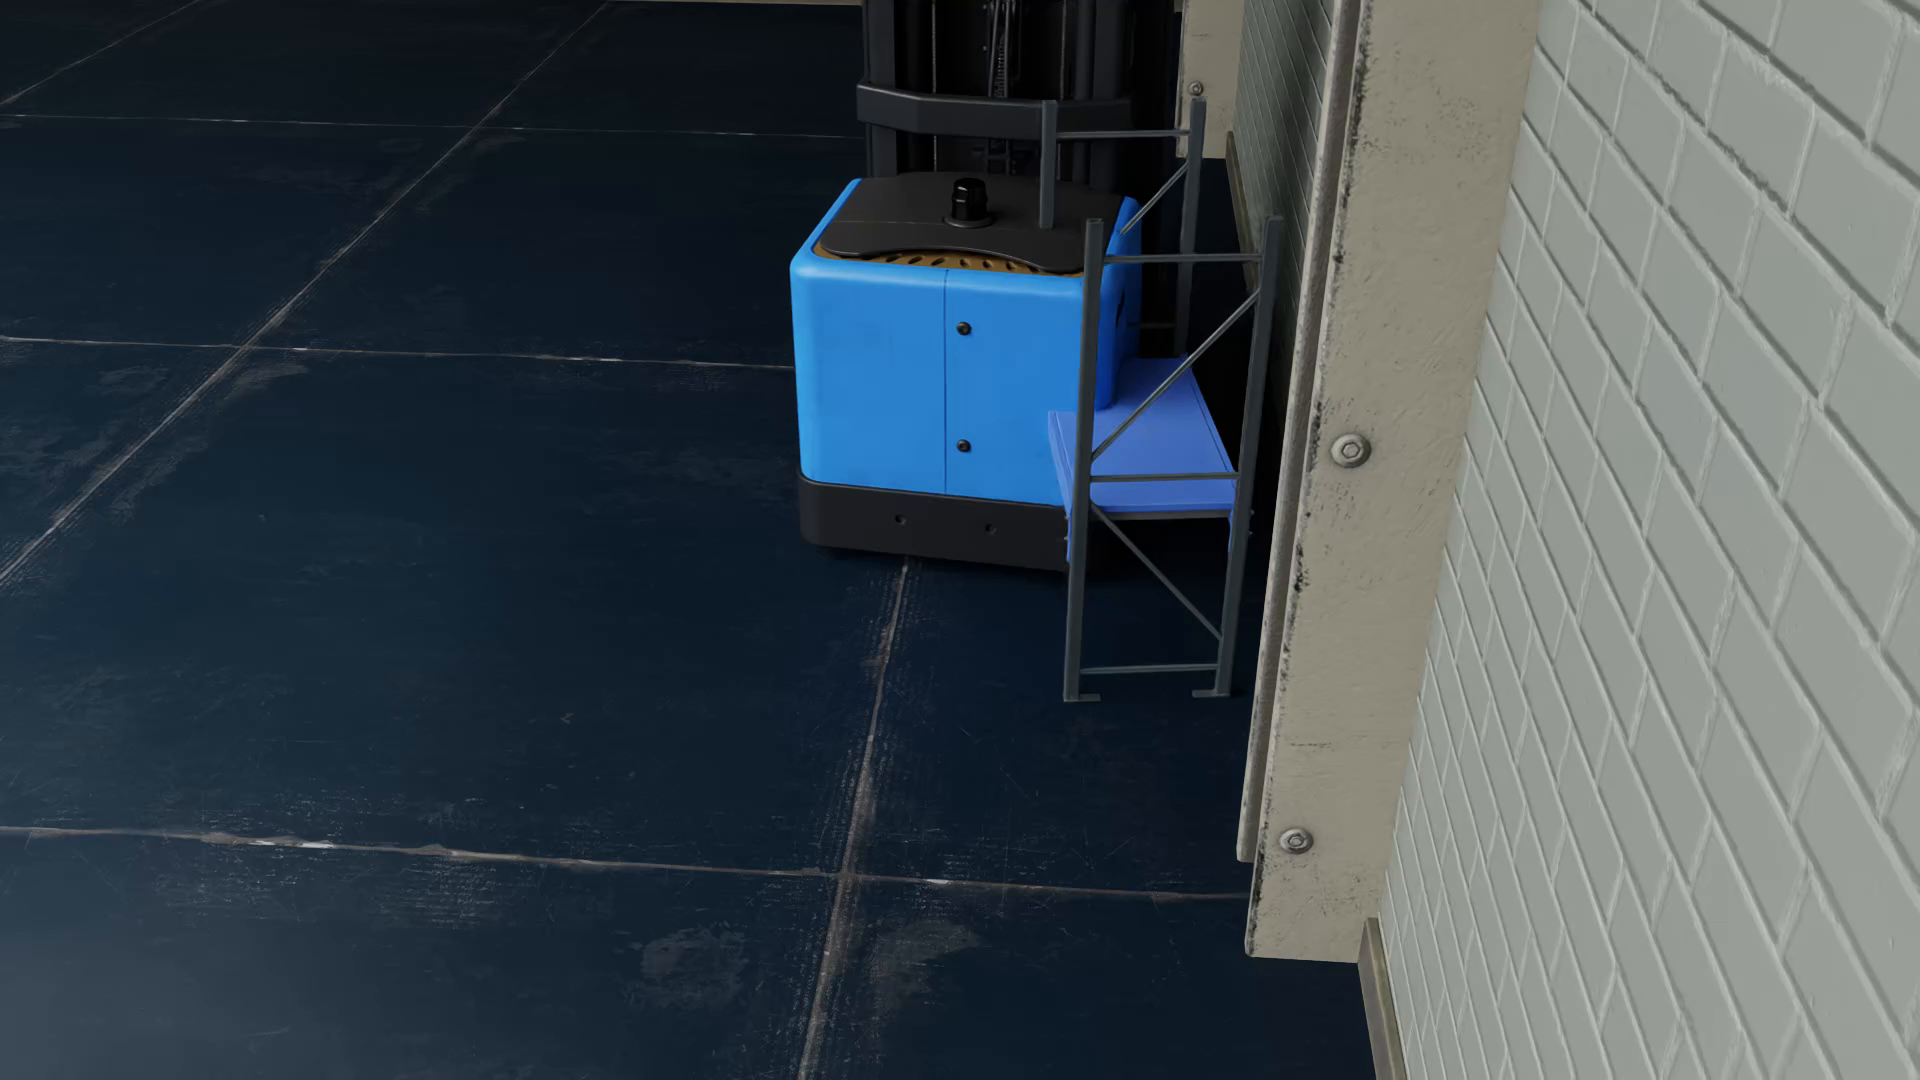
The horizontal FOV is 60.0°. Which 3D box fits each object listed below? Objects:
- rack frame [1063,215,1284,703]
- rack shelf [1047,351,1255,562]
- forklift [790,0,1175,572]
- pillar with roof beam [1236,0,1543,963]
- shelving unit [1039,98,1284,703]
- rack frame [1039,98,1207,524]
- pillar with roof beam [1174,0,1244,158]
[{"bbox_3d":[0.564,-0.170,4.590,0.500,1.500,0.032,-2,31,-3],"label":"rack frame"},{"bbox_3d":[0.529,-0.281,5.117,0.538,0.185,1.000,-2,31,-3],"label":"rack shelf"},{"bbox_3d":[0.247,-1.902,6.042,1.130,2.935,3.031,6,32,10],"label":"forklift"},{"bbox_3d":[-3.417,-3.089,2.185,9.100,9.000,0.400,2,32,4],"label":"pillar with roof beam"},{"bbox_3d":[0.531,-0.434,5.023,0.538,1.500,1.048,-2,31,-3],"label":"shelving unit"},{"bbox_3d":[0.498,-0.699,5.456,0.500,1.500,0.032,-2,31,-3],"label":"rack frame"},{"bbox_3d":[-2.929,-6.226,7.276,9.100,9.000,0.400,2,32,4],"label":"pillar with roof beam"}]
